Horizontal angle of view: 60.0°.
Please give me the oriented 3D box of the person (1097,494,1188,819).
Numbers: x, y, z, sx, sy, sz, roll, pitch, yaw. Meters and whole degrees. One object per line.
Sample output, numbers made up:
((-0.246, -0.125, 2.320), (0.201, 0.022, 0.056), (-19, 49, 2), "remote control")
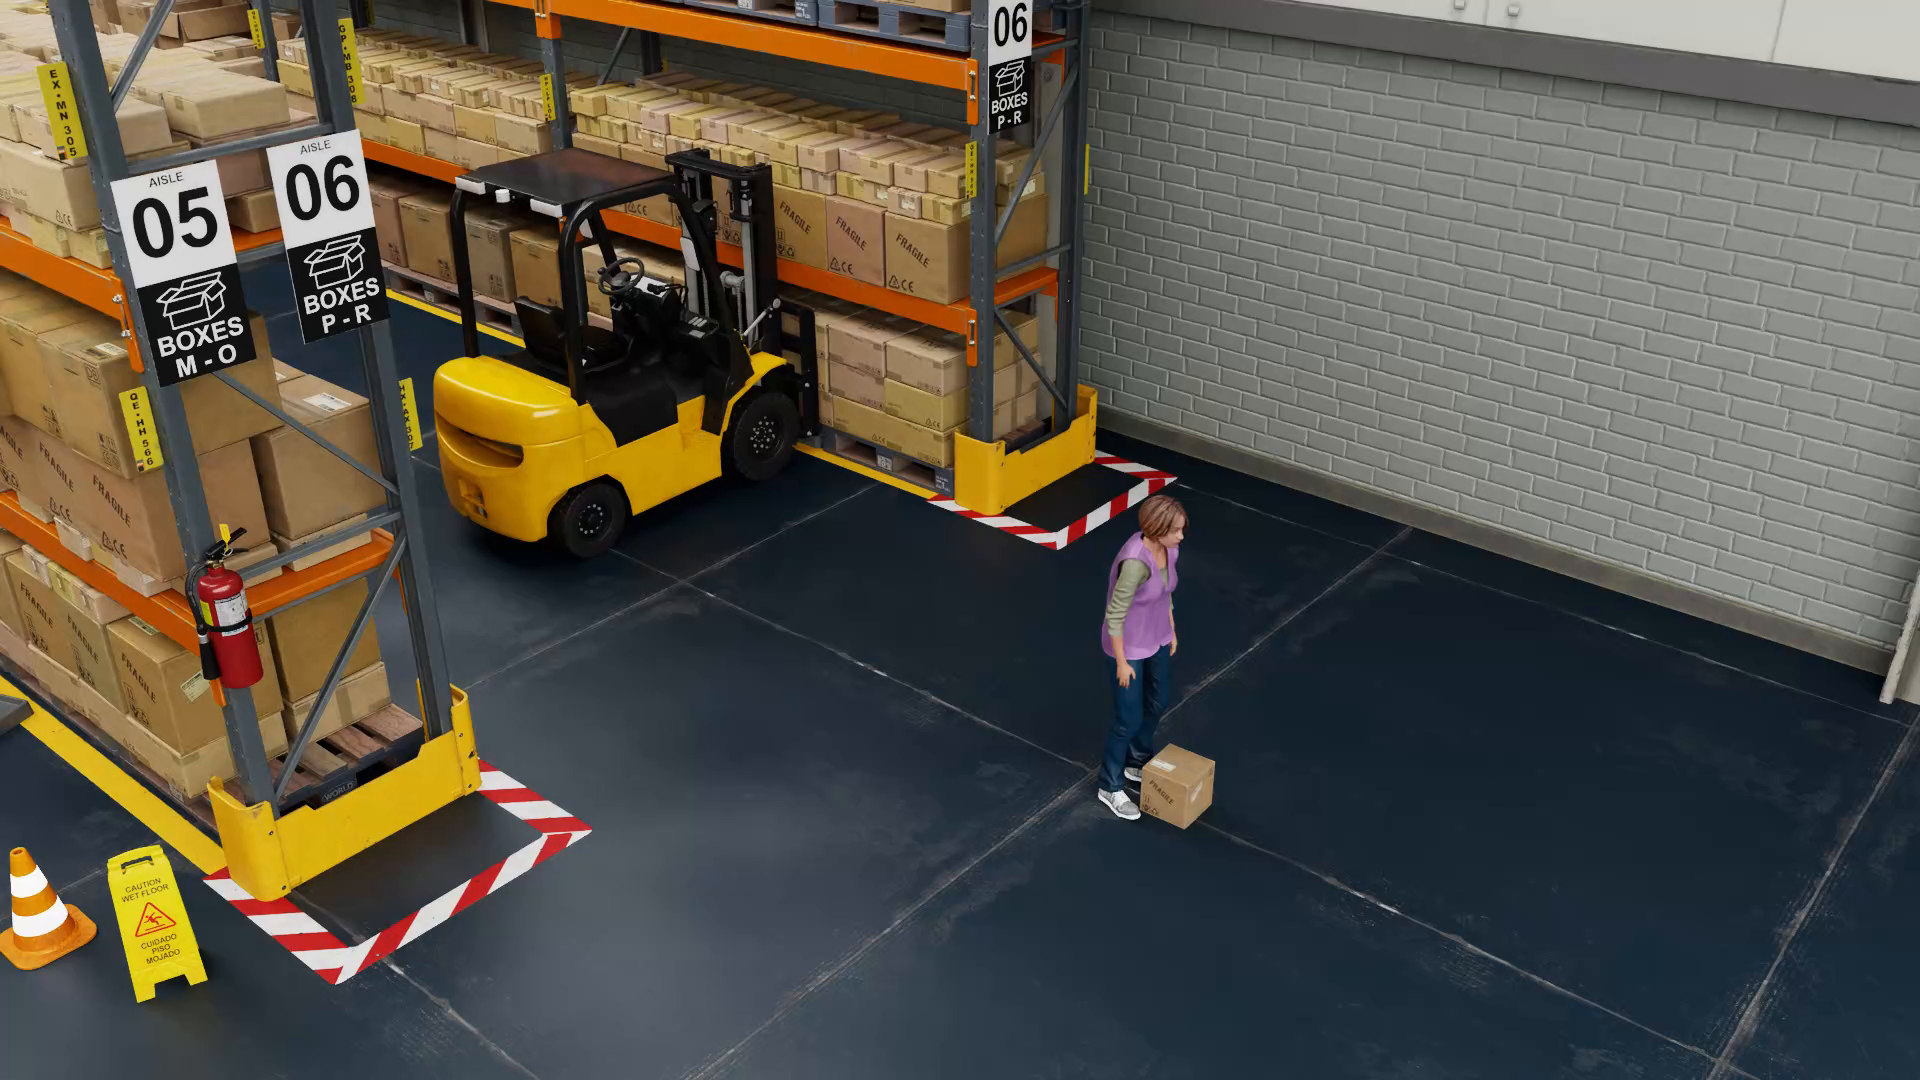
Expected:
((0.836, 0.505, 7.672), (0.346, 1.592, 0.455), (21, 34, 34), "person")
